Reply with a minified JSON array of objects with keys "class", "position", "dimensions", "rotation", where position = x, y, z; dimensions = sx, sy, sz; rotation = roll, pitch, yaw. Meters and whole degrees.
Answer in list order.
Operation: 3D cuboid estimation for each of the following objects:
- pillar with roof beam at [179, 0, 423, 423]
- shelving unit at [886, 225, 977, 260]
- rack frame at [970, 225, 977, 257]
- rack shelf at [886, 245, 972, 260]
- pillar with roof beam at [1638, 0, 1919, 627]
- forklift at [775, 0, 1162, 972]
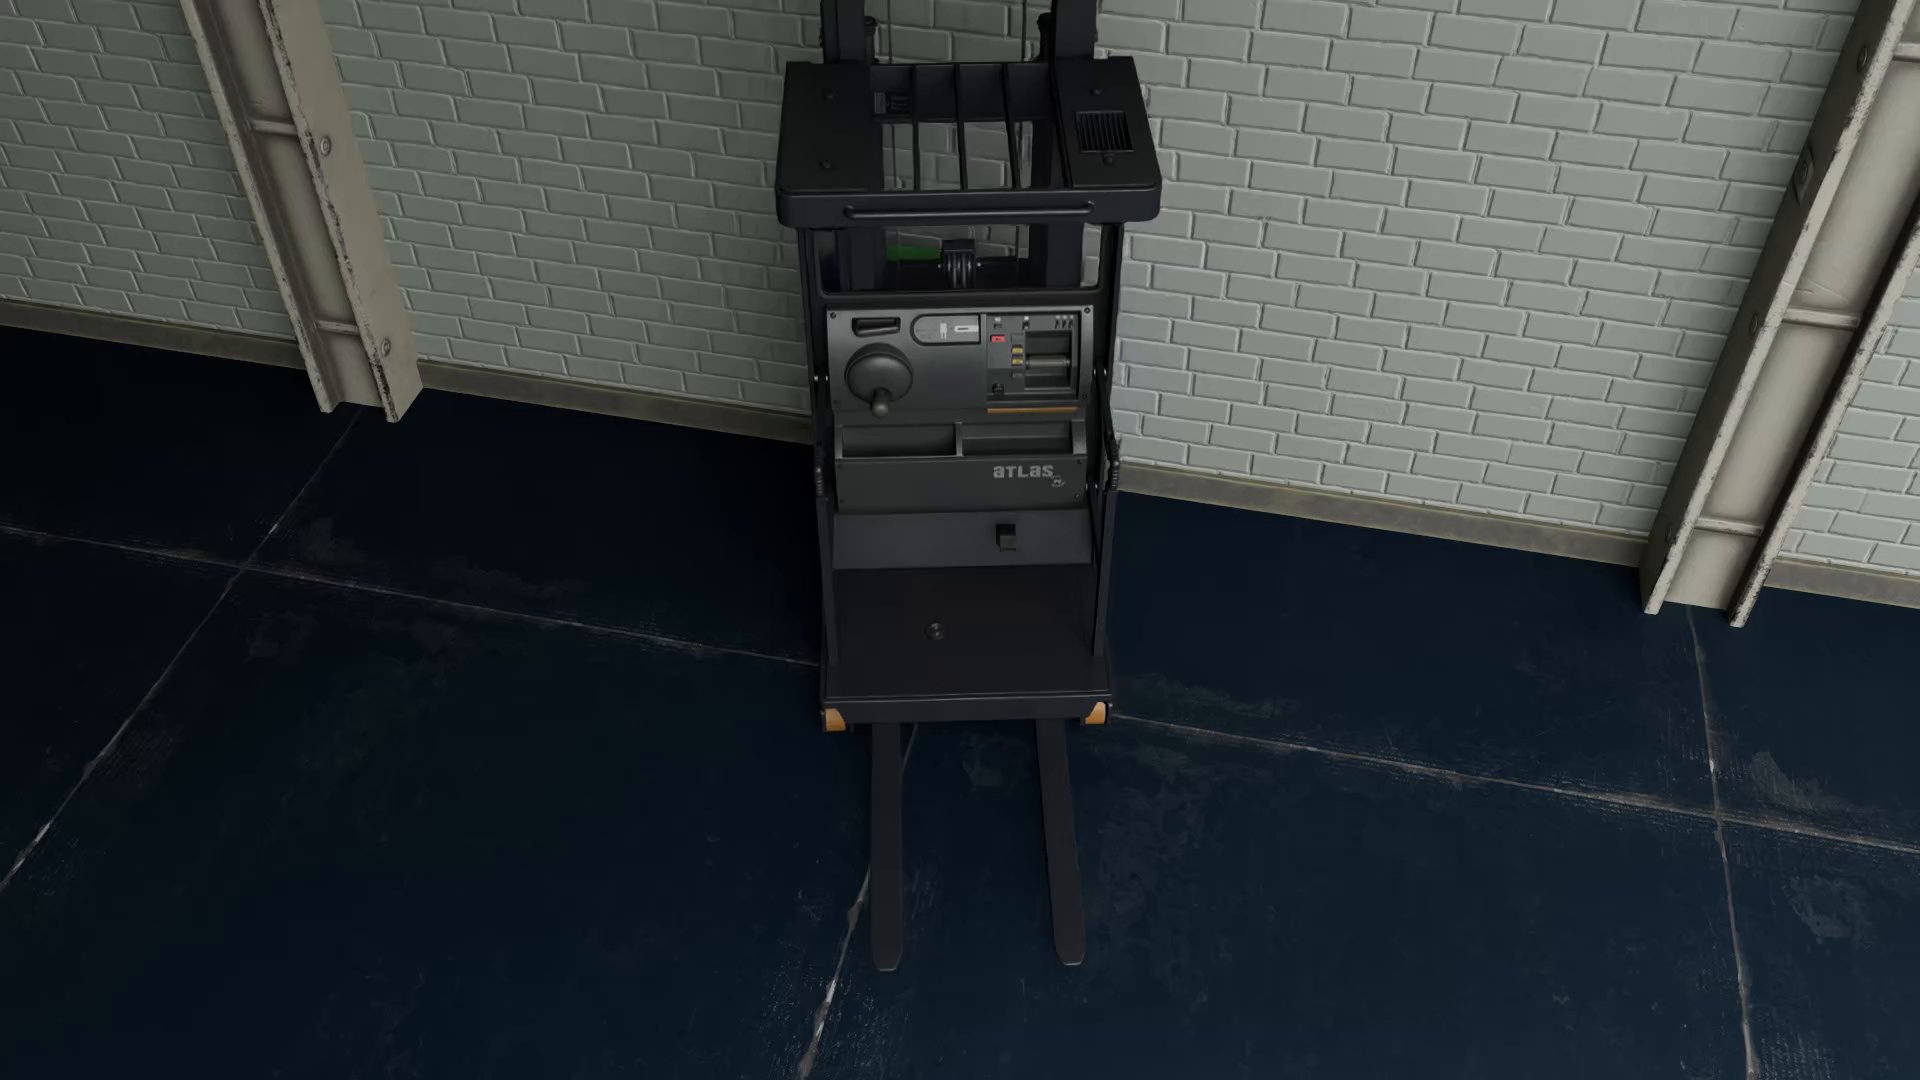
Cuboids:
[{"class":"pillar with roof beam","position":[-3.734,-1.011,1.772],"dimensions":[0.400,9.000,9.100],"rotation":[9,45,9]},{"class":"shelving unit","position":[-0.162,-0.764,7.040],"dimensions":[0.503,1.200,0.258],"rotation":[5,42,13]},{"class":"rack frame","position":[0.075,-0.743,6.984],"dimensions":[0.015,1.200,0.240],"rotation":[5,42,13]},{"class":"rack shelf","position":[-0.197,-1.079,6.770],"dimensions":[0.480,0.148,0.258],"rotation":[5,42,13]},{"class":"pillar with roof beam","position":[2.122,-0.103,0.828],"dimensions":[0.400,9.000,9.100],"rotation":[9,45,9]},{"class":"forklift","position":[0.011,-0.547,5.665],"dimensions":[1.130,2.935,3.031],"rotation":[-1,44,-1]}]
